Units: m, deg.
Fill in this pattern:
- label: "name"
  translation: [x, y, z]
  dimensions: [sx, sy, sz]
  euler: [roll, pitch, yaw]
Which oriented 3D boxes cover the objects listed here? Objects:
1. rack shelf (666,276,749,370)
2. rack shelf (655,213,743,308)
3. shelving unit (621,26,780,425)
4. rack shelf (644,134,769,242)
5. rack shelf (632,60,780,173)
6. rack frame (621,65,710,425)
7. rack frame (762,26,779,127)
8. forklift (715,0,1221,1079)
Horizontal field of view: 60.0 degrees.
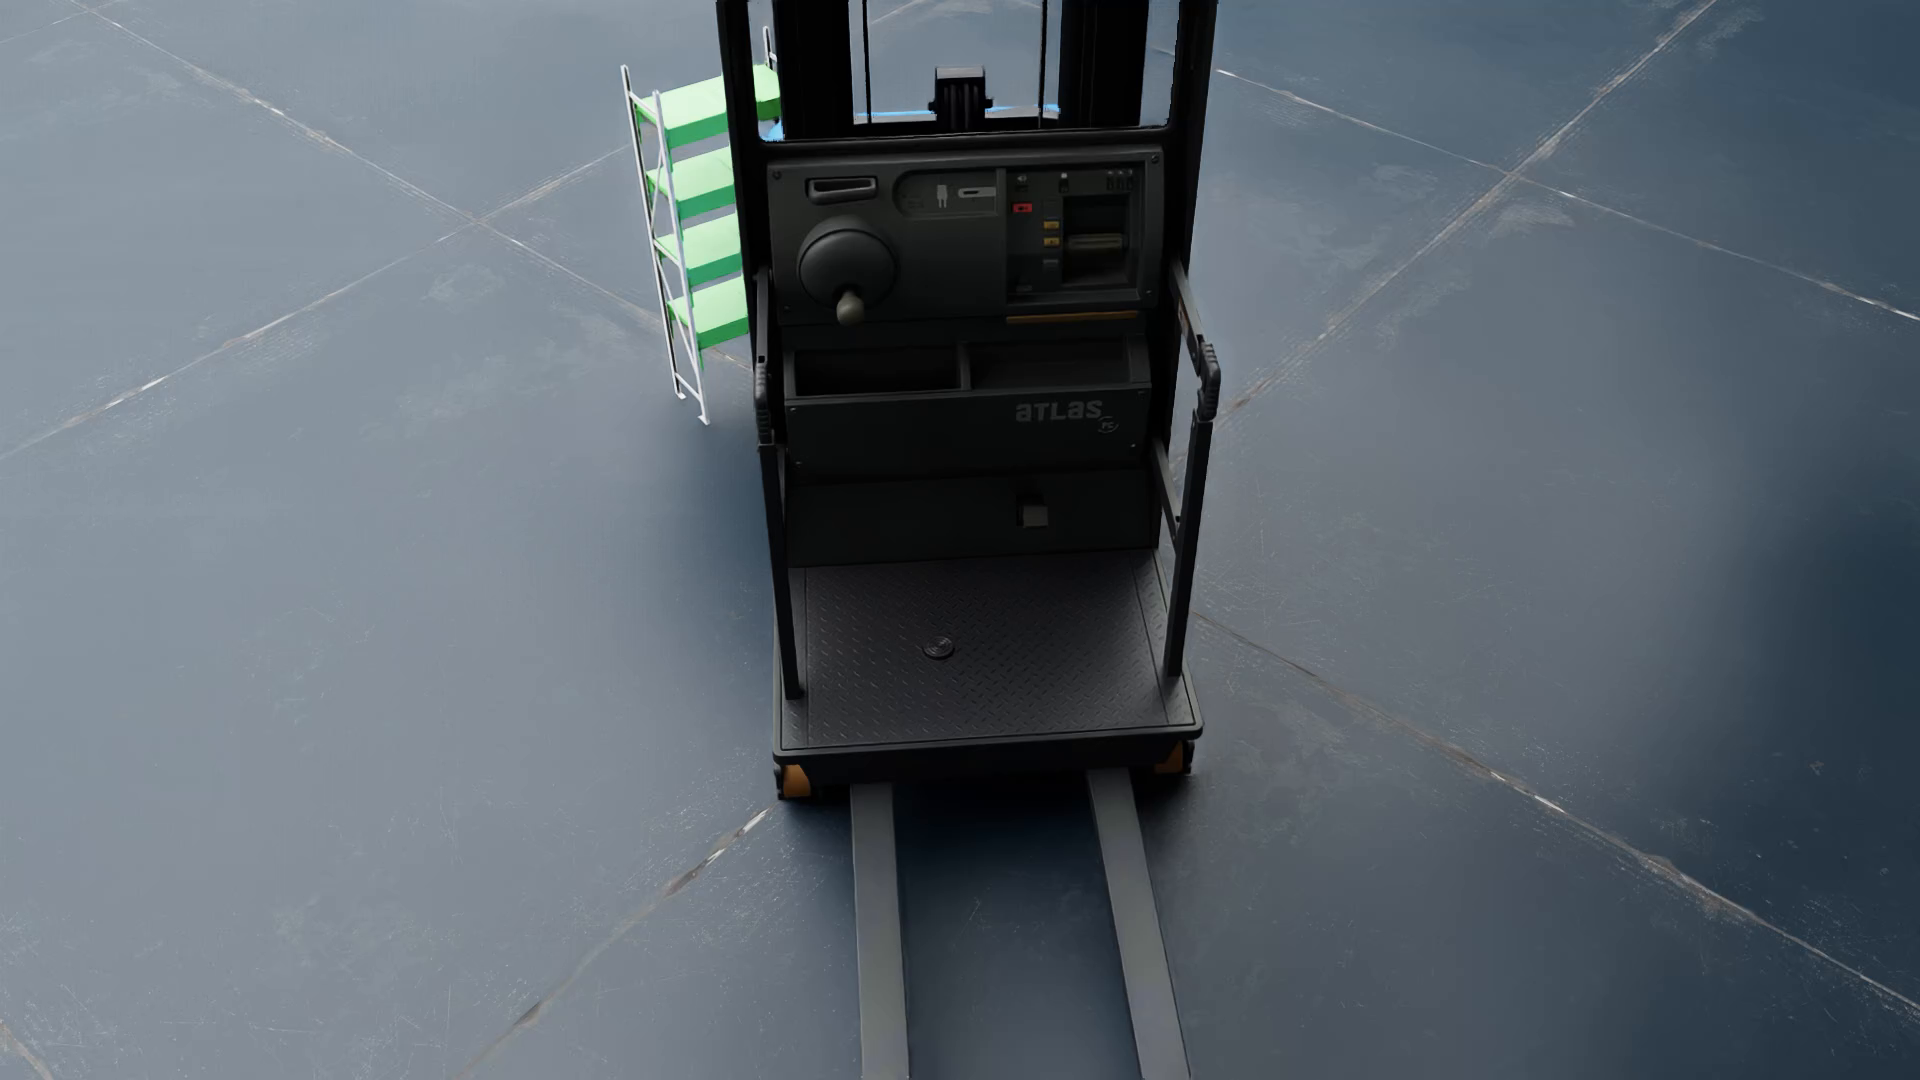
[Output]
- label: "rack shelf"
  translation: [-0.728, -0.774, 5.650]
  dimensions: [0.480, 0.148, 0.258]
  euler: [-24, 44, -24]
- label: "rack shelf"
  translation: [-0.735, -0.959, 5.497]
  dimensions: [0.480, 0.148, 0.258]
  euler: [-24, 44, -24]
- label: "shelving unit"
  translation: [-0.737, -1.008, 5.456]
  dimensions: [0.503, 1.200, 0.258]
  euler: [-24, 44, -24]
- label: "rack shelf"
  translation: [-0.742, -1.143, 5.344]
  dimensions: [0.480, 0.148, 0.258]
  euler: [-24, 44, -24]
- label: "rack shelf"
  translation: [-0.749, -1.328, 5.190]
  dimensions: [0.480, 0.148, 0.258]
  euler: [-24, 44, -24]
- label: "rack frame"
  translation: [-0.940, -0.917, 5.356]
  dimensions: [0.015, 1.200, 0.240]
  euler: [-24, 44, -24]
- label: "rack frame"
  translation: [-0.534, -1.099, 5.556]
  dimensions: [0.015, 1.200, 0.240]
  euler: [-24, 44, -24]
- label: "forklift"
  translation: [0.038, -0.631, 3.765]
  dimensions: [1.130, 2.935, 3.031]
  euler: [-3, 42, -3]
